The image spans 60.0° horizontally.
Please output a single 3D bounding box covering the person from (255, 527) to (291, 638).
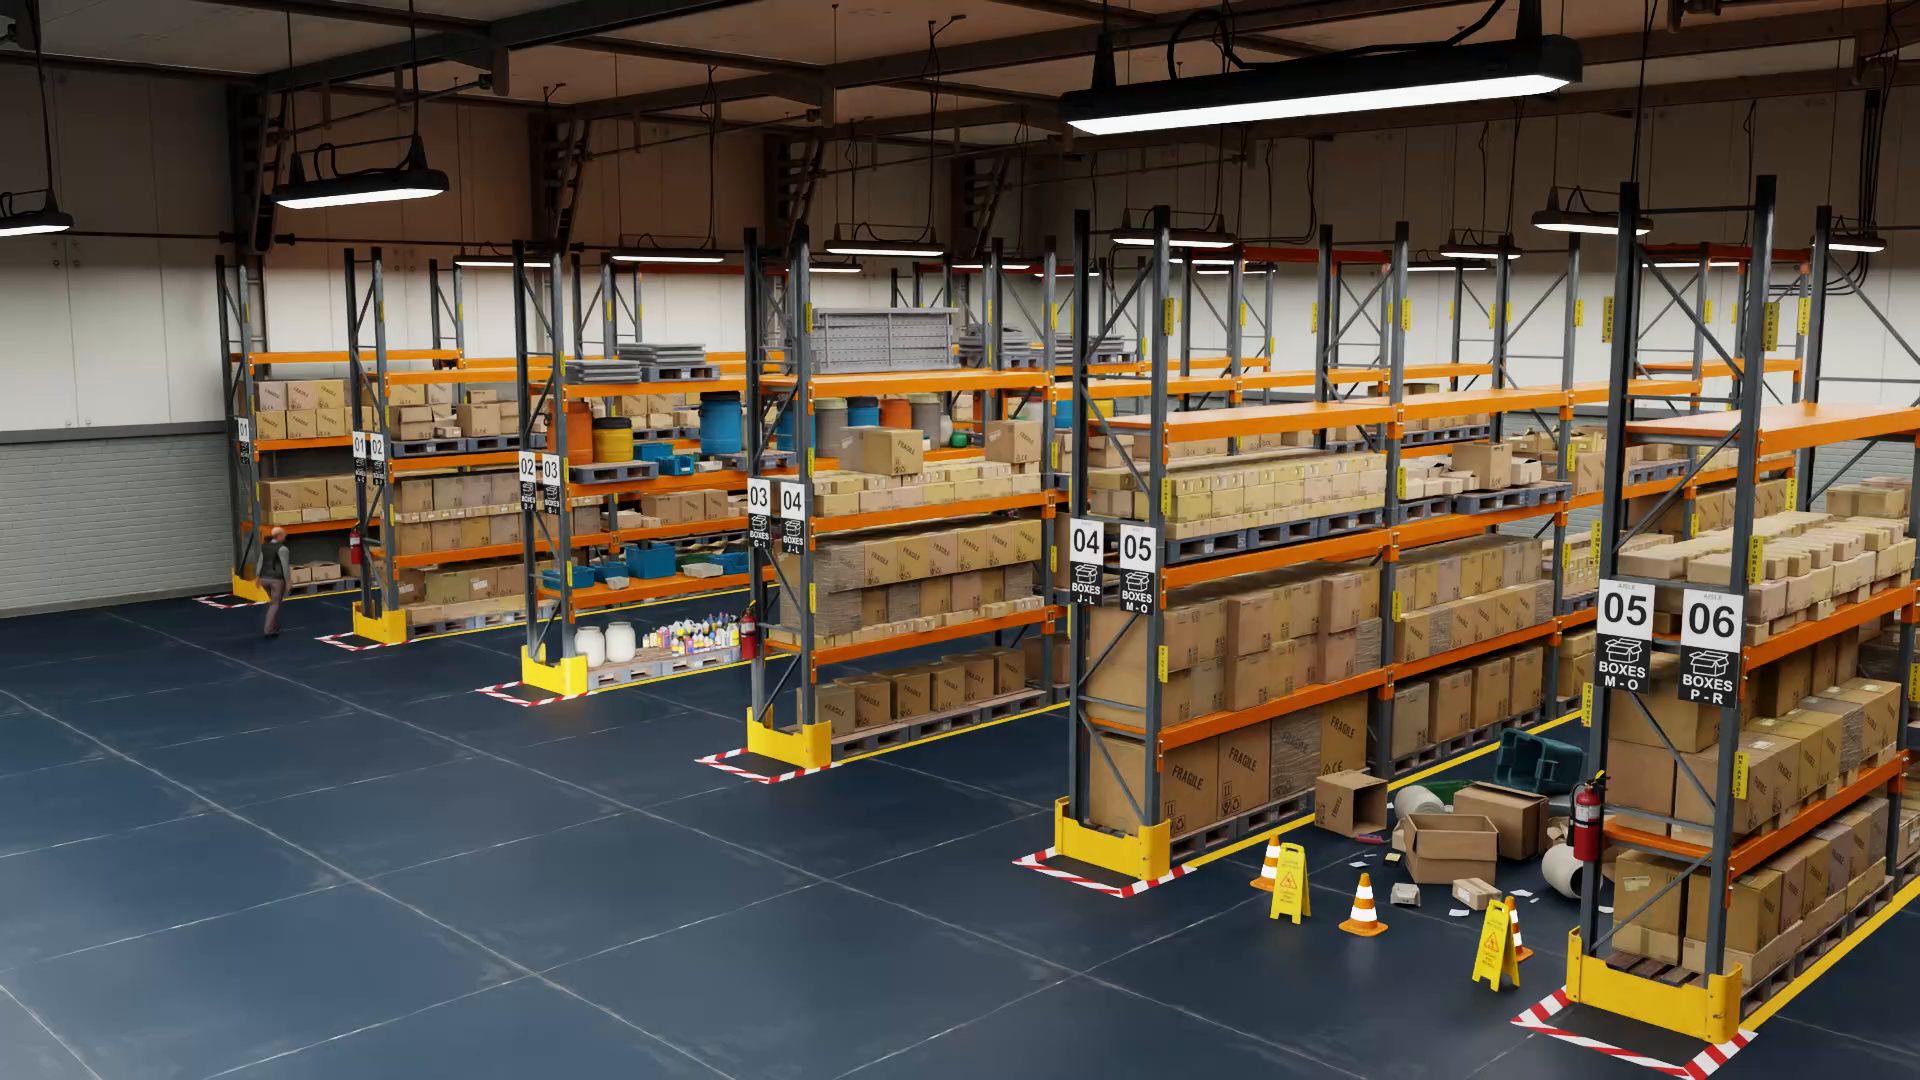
[{"bbox_3d":[-10.680,0.678,25.876,0.590,1.757,0.580,3,8,17],"label":"person"}]
